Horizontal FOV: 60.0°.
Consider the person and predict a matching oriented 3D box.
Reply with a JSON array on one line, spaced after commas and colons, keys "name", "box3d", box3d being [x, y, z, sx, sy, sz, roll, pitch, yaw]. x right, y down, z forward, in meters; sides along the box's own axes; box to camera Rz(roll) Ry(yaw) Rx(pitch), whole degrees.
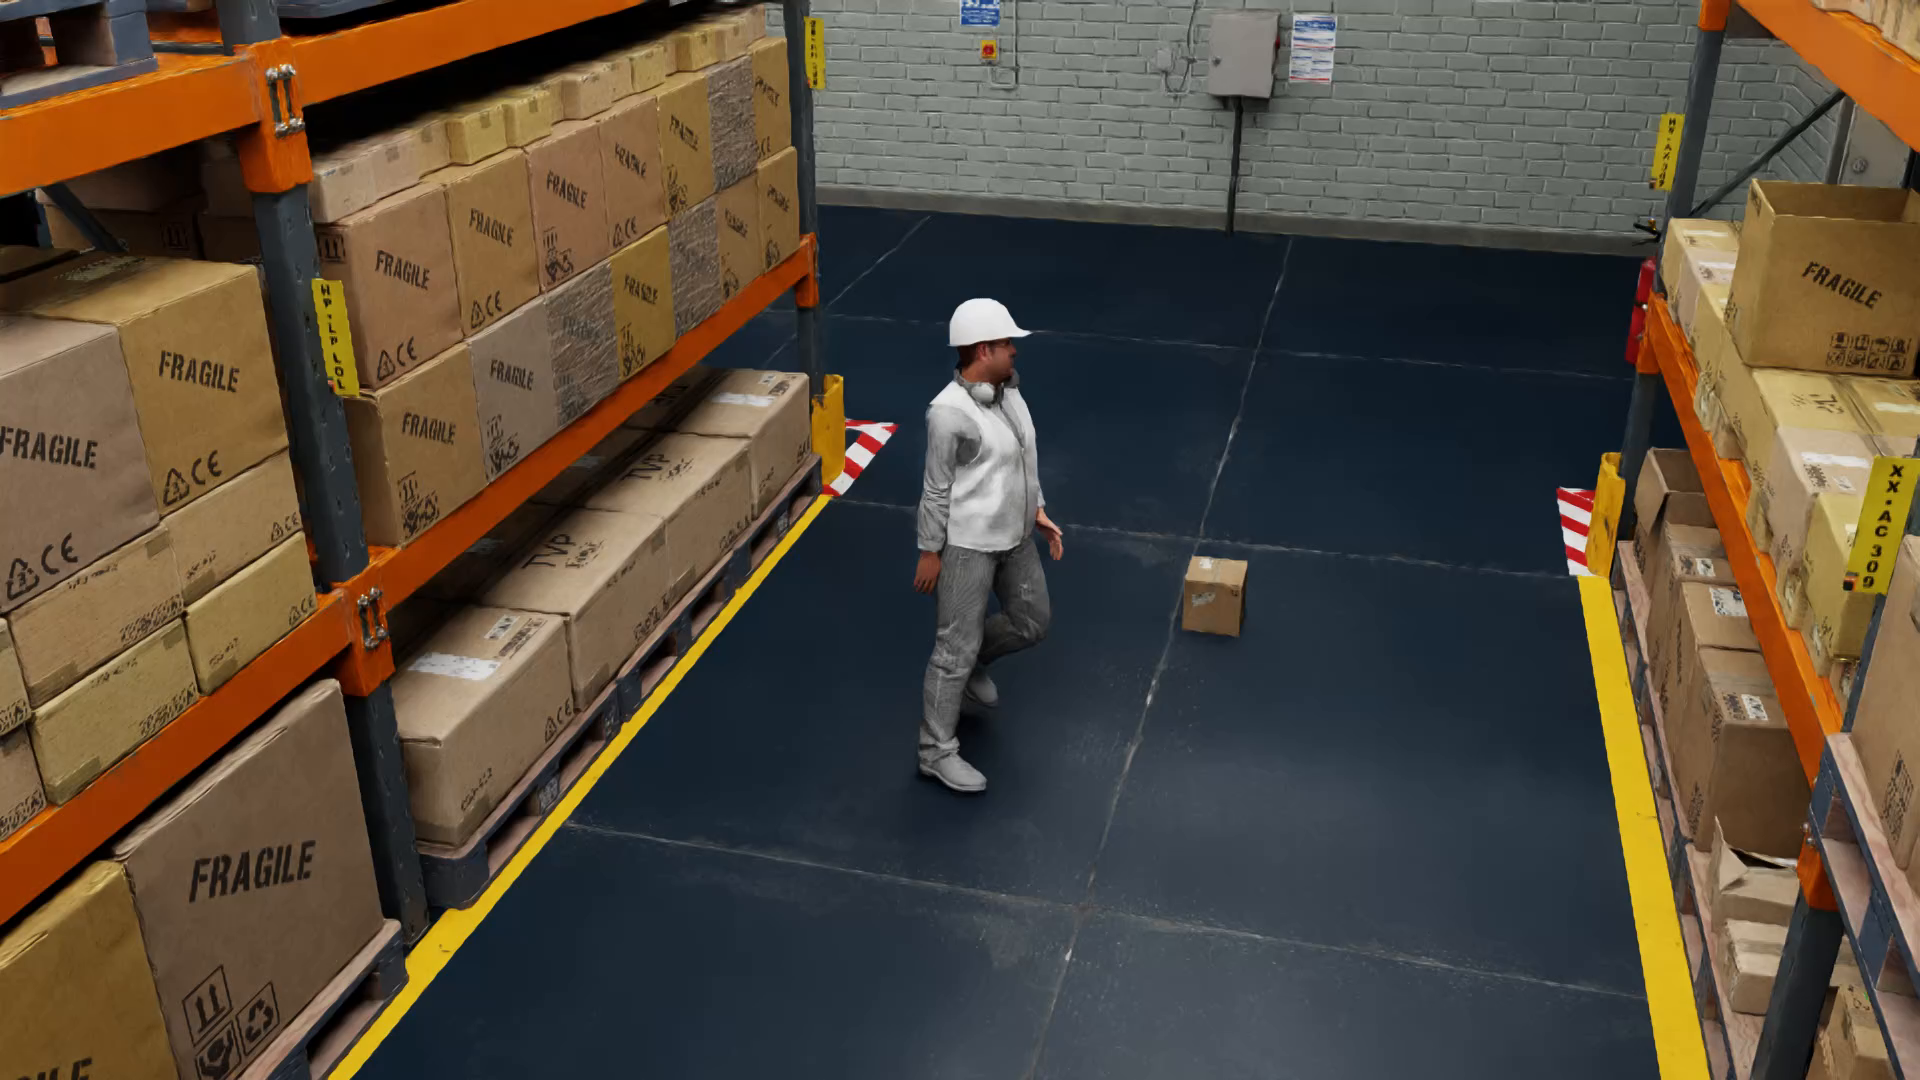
[{"name": "person", "box3d": [0.058, 0.002, 6.087, 0.534, 1.751, 0.682, 13, 28, 25]}]
